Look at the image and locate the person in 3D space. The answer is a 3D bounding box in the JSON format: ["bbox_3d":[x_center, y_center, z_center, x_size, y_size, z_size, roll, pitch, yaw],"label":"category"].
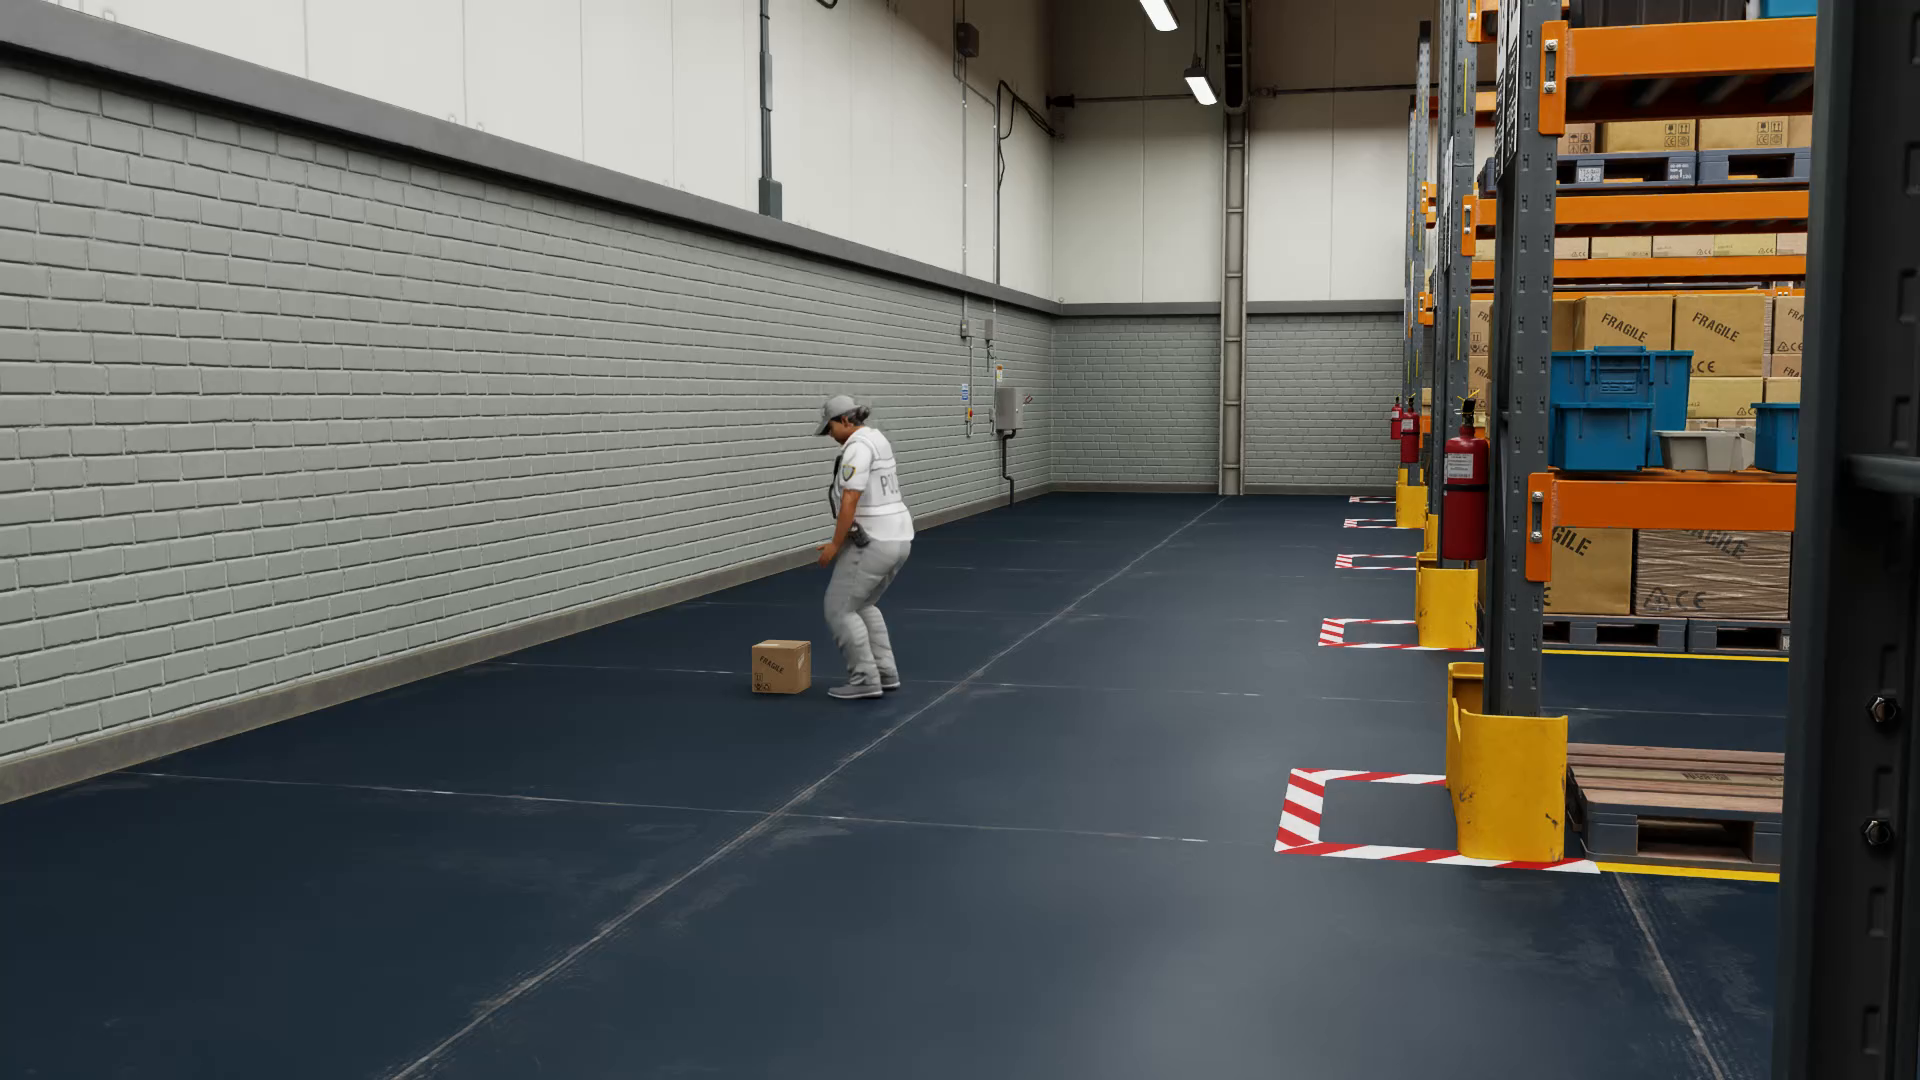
[{"bbox_3d":[-0.523,0.035,8.827,0.507,1.599,0.504,1,5,15],"label":"person"}]
